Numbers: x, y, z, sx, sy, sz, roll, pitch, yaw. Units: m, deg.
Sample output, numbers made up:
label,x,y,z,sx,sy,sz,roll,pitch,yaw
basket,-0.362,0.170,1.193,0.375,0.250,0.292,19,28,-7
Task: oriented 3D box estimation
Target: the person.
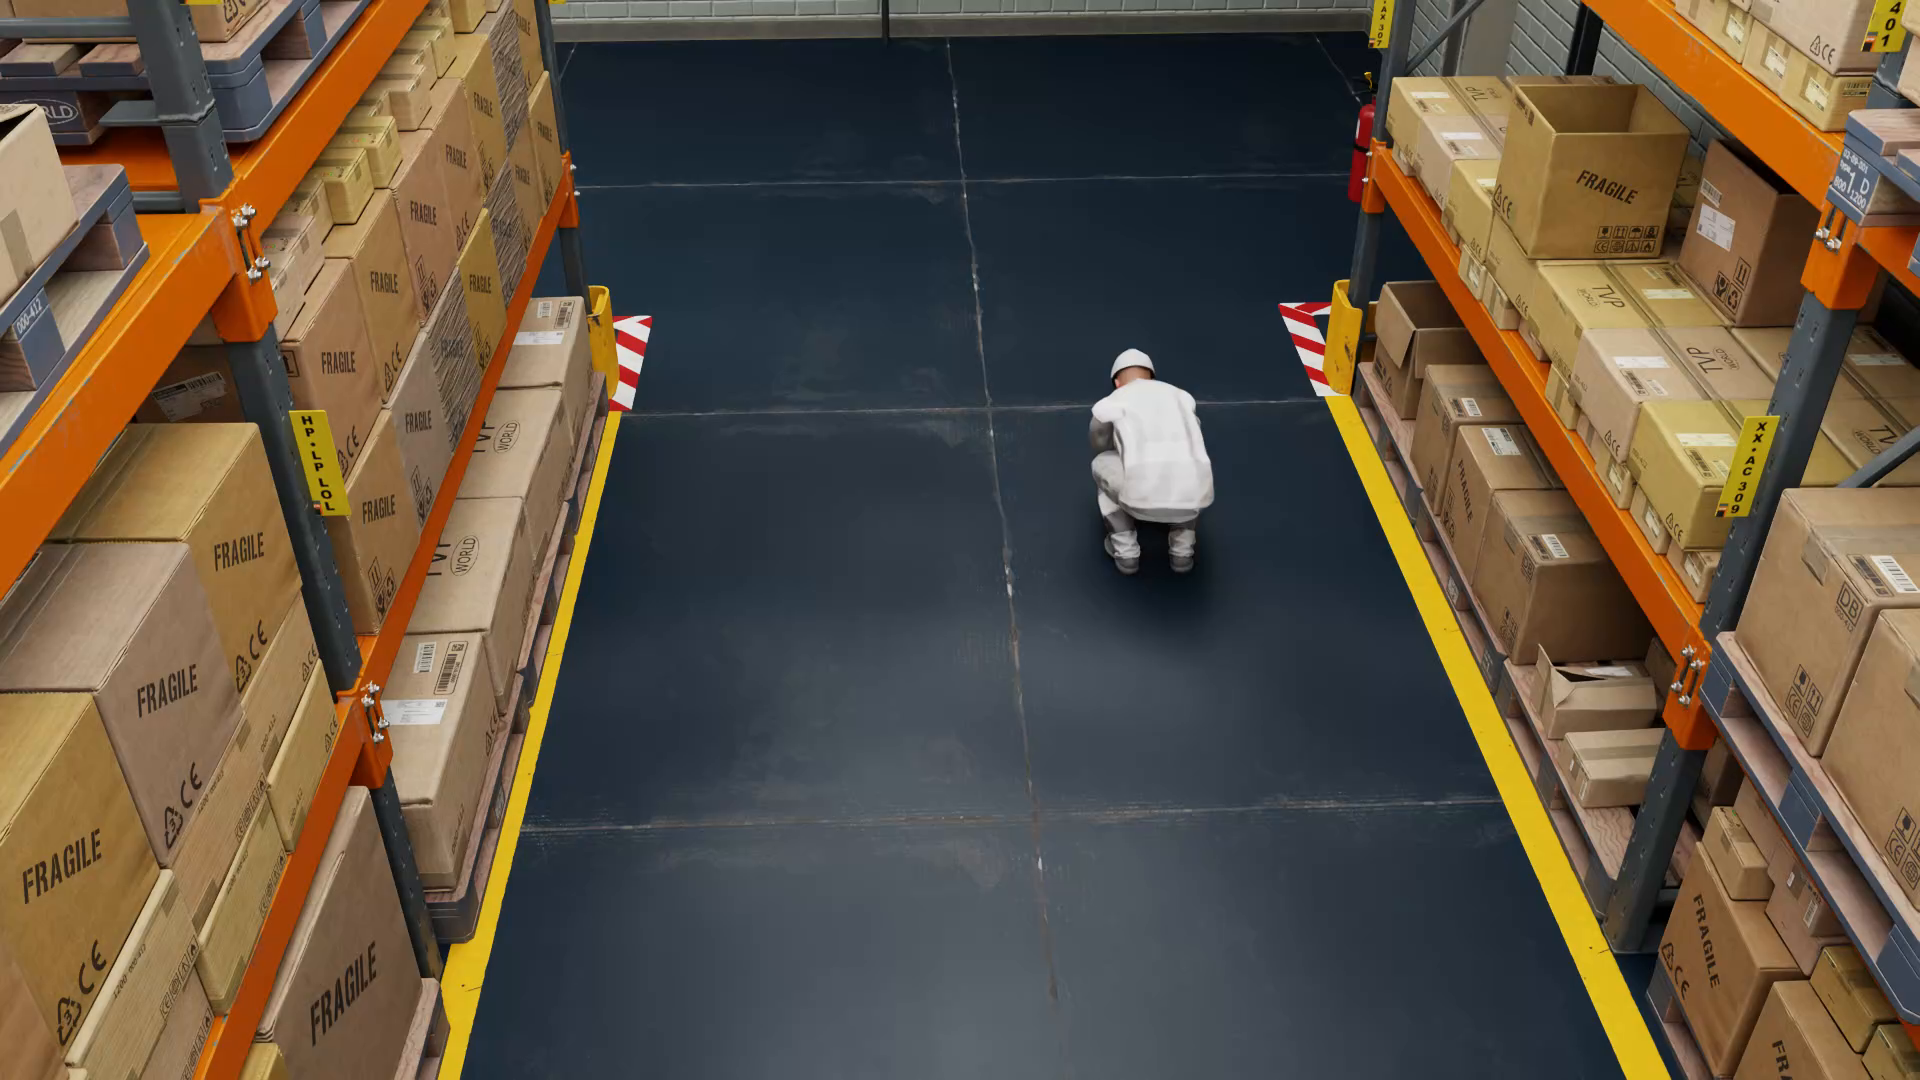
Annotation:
label,x,y,z,sx,sy,sz,roll,pitch,yaw
person,0.855,-0.307,7.509,0.534,0.844,0.937,-2,35,-3
